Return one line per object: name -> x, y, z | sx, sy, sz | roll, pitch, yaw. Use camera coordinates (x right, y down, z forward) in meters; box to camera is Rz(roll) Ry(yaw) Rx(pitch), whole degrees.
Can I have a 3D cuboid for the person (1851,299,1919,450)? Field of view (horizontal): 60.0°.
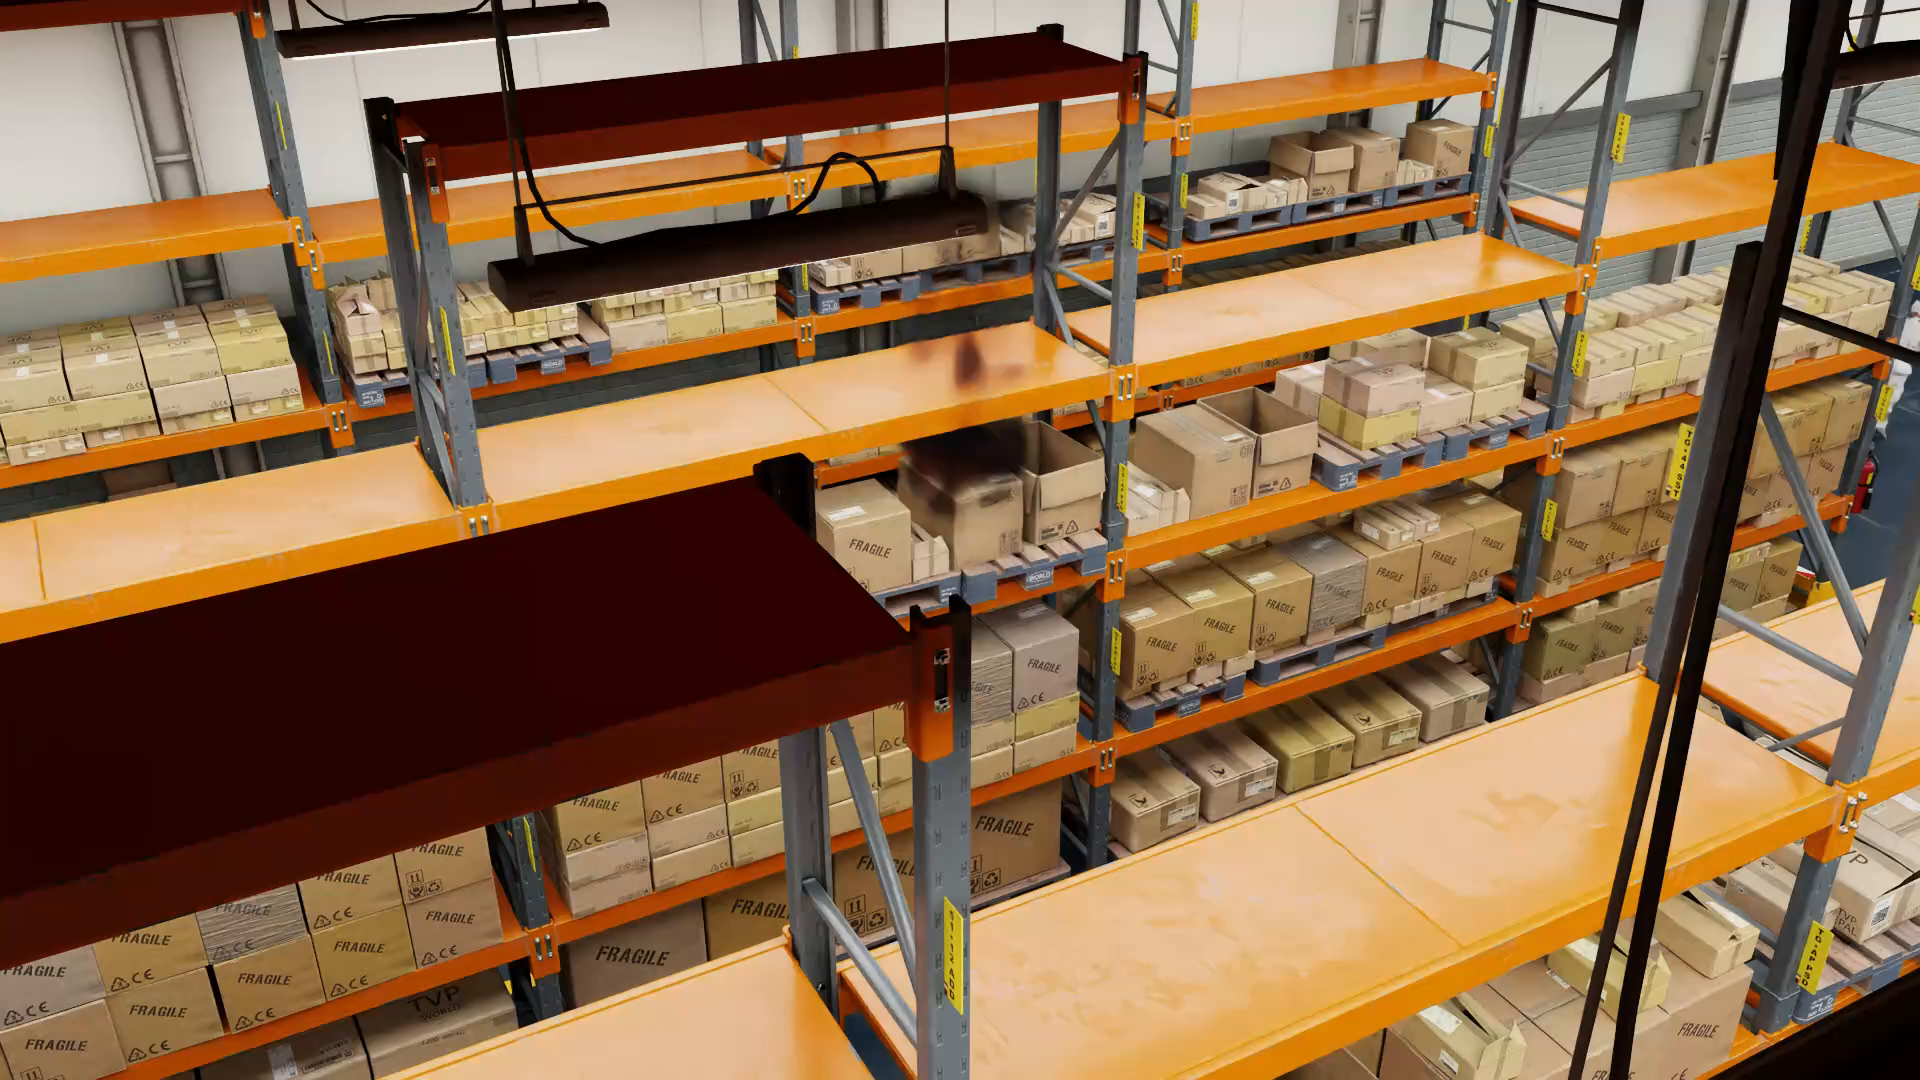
person -> 10.437, -1.829, 18.707 | 1.025, 1.721, 0.707 | -21, 35, -34
